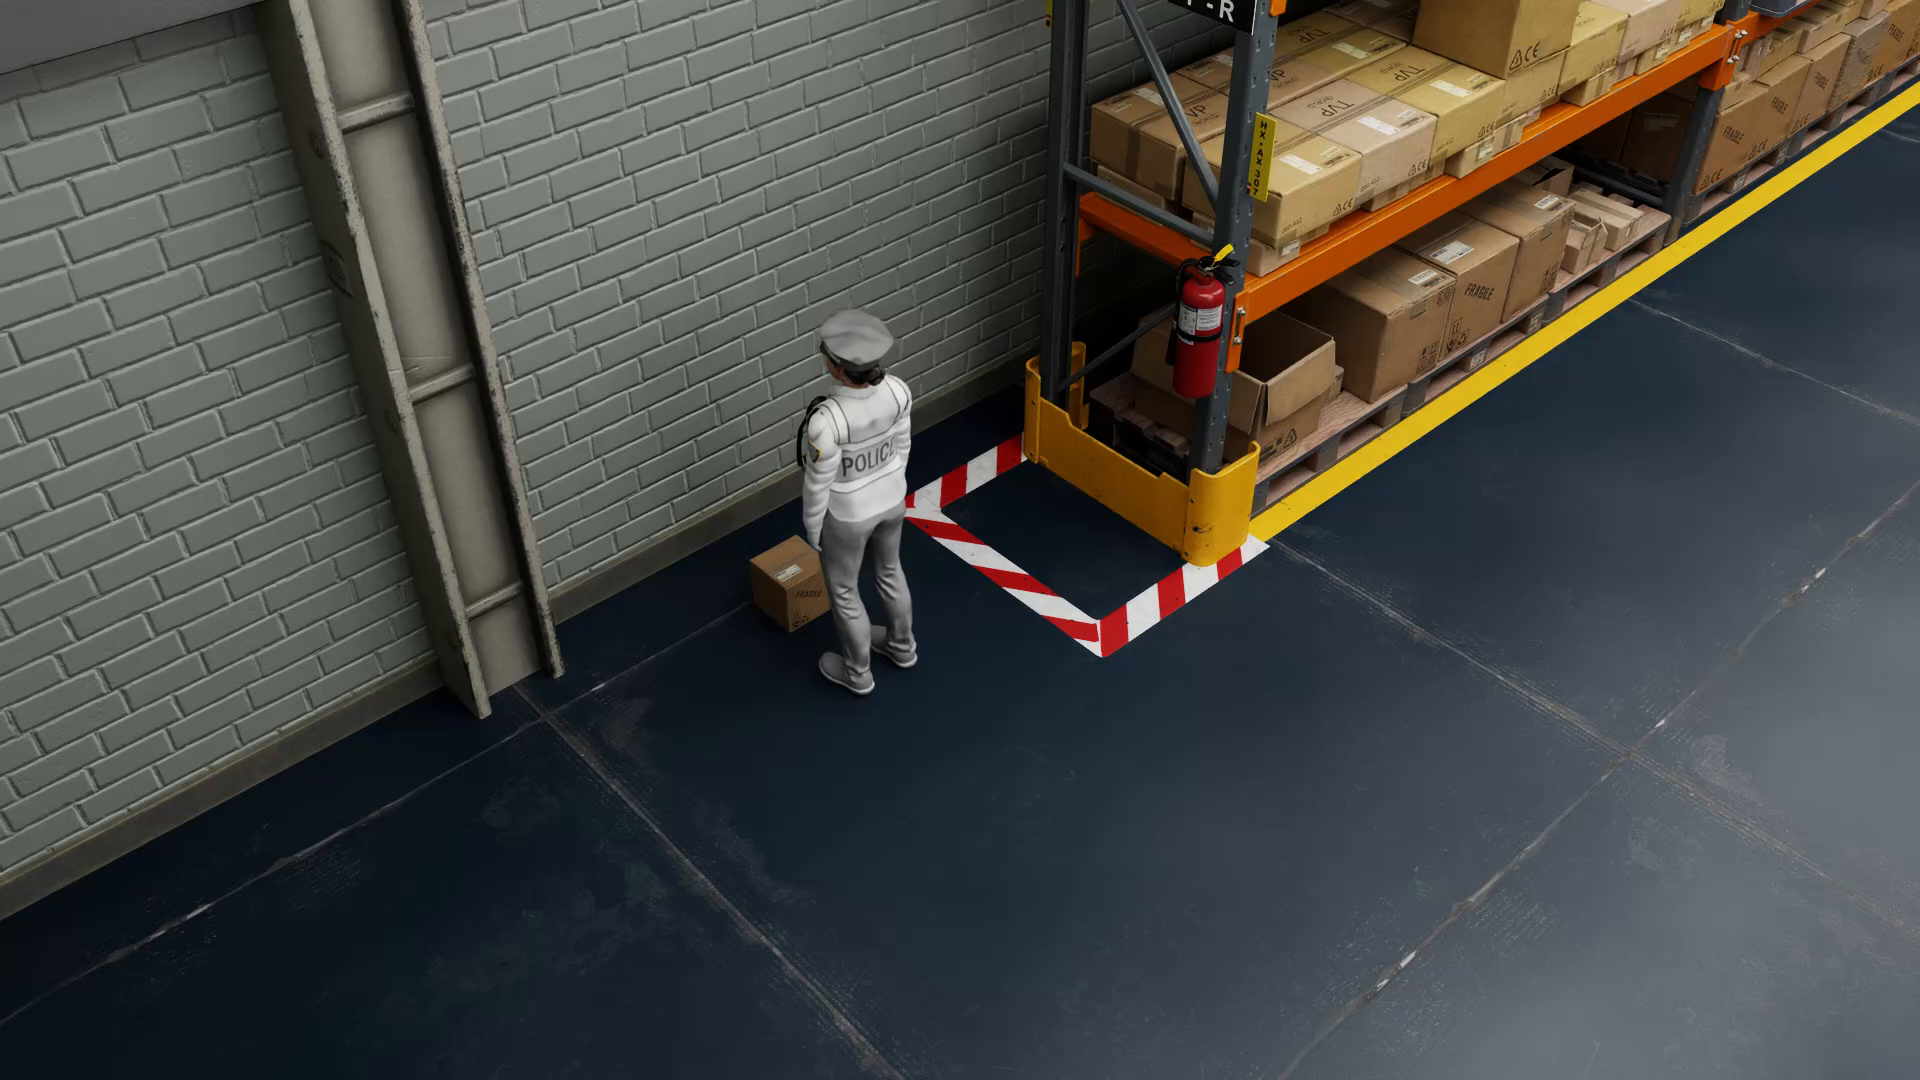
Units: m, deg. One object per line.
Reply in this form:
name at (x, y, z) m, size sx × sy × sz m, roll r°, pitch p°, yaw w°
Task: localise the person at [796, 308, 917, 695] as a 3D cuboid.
person at (-0.394, -0.125, 6.294) m, size 0.466 × 1.679 × 0.341 m, roll -29°, pitch 48°, yaw -30°
